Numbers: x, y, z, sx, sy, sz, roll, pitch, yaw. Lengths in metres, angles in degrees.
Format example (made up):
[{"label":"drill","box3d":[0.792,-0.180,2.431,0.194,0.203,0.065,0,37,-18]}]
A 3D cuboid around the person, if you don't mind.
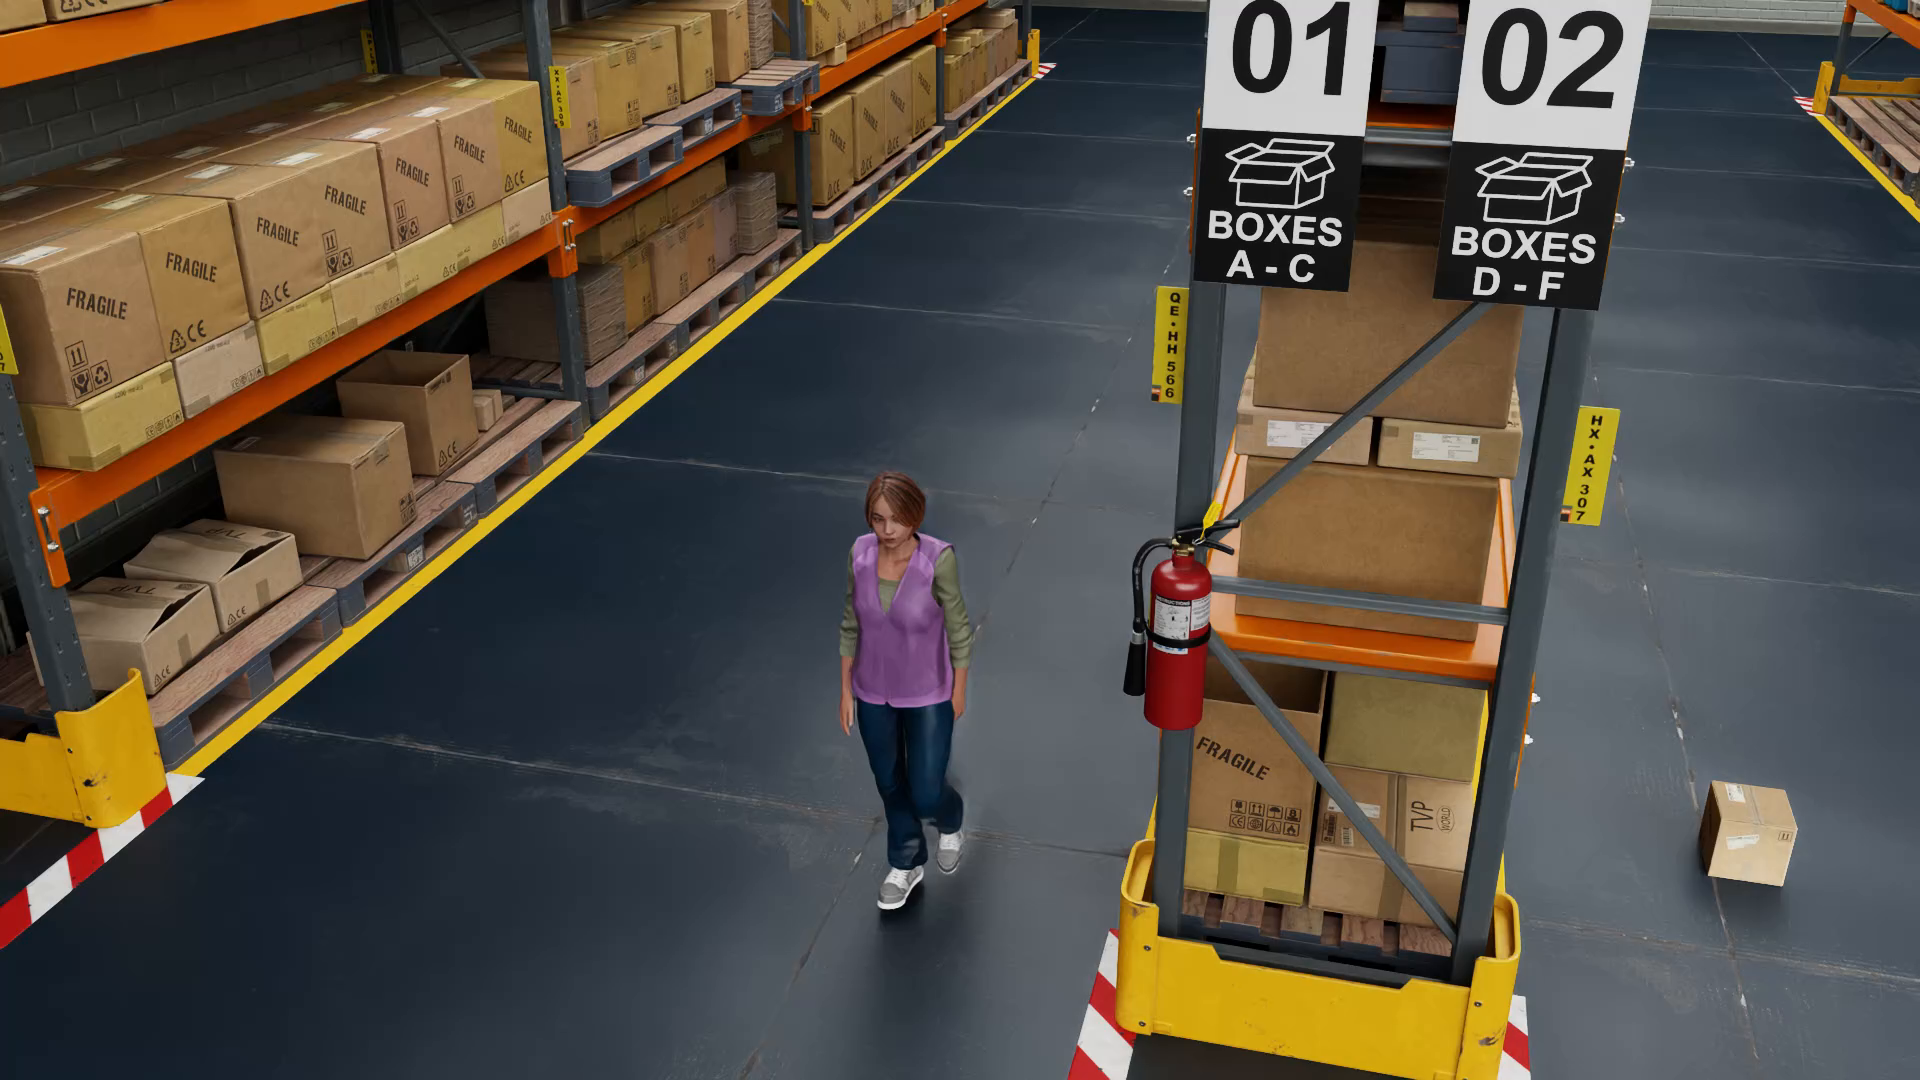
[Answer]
[{"label":"person","box3d":[-0.172,0.500,5.530,0.425,1.591,0.442,10,27,19]}]
